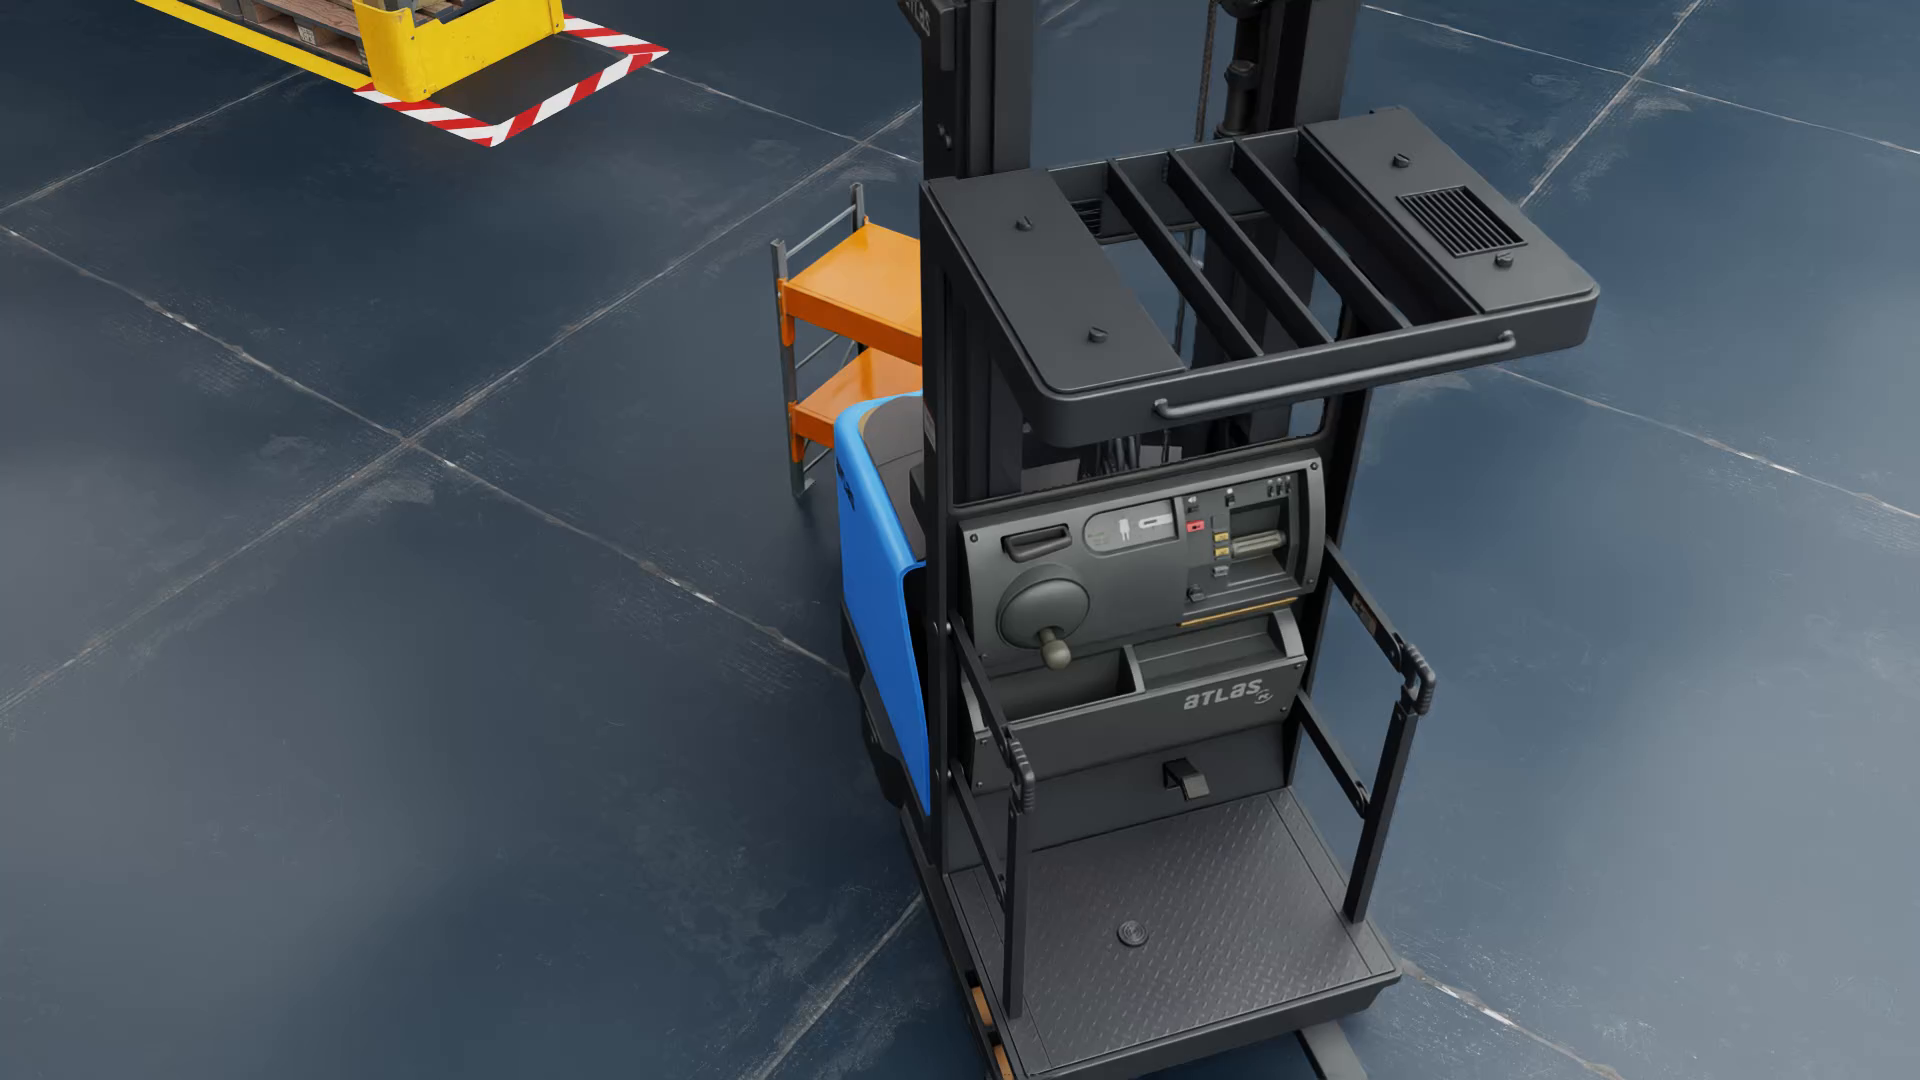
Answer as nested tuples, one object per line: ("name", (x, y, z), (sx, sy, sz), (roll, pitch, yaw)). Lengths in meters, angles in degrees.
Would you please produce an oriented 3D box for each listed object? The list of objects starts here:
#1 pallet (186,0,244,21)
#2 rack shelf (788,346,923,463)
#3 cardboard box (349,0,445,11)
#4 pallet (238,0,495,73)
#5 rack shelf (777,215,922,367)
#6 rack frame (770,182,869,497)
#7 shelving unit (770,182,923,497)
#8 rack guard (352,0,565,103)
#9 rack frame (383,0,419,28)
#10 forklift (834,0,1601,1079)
("pallet", (-4.354, -3.571, 10.083), (1.213, 0.211, 1.003), (25, 48, 25))
("rack shelf", (-0.076, -0.361, 6.176), (1.000, 0.278, 0.538), (24, 47, 24))
("cardboard box", (-3.154, -3.257, 9.200), (0.500, 0.500, 0.500), (-33, 51, -31))
("pallet", (-3.359, -3.104, 9.560), (1.213, 0.211, 1.003), (25, 48, 25))
("rack shelf", (-0.076, -0.761, 5.818), (1.000, 0.278, 0.538), (24, 47, 24))
("rack frame", (-0.500, -0.730, 6.223), (0.032, 1.125, 0.500), (24, 47, 24))
("shelving unit", (-0.076, -0.543, 6.013), (1.048, 1.125, 0.538), (24, 47, 24))
("rack guard", (-2.714, -2.881, 9.095), (0.348, 0.500, 1.175), (25, 48, 25))
("rack frame", (-2.652, -3.784, 8.229), (0.127, 3.000, 1.000), (25, 48, 25))
("forklift", (0.526, 0.135, 3.901), (1.130, 2.935, 3.031), (-12, 43, -13))
